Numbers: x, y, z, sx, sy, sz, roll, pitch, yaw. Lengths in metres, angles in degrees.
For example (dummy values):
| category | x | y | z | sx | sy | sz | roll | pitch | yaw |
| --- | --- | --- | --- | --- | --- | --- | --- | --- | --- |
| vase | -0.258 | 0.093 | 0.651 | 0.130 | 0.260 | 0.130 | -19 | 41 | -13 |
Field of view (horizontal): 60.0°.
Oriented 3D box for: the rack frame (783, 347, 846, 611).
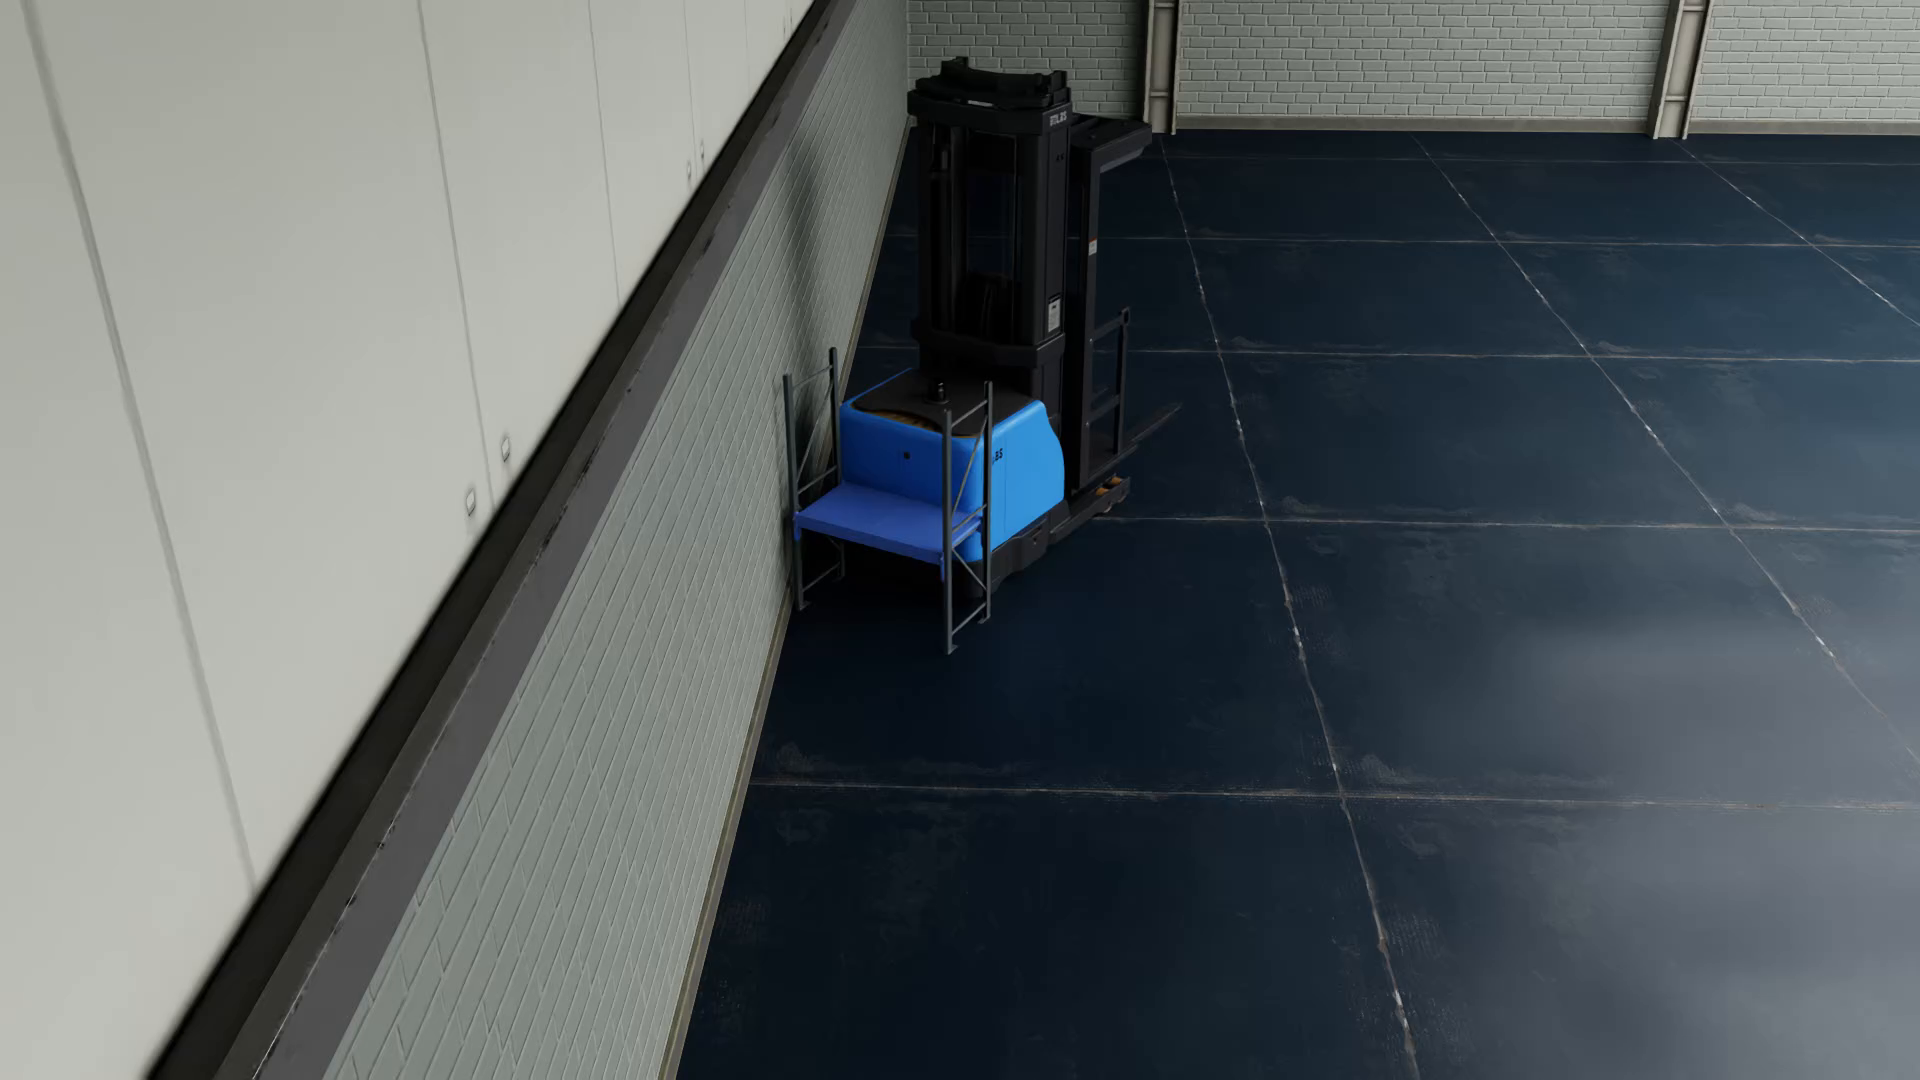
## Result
| category | x | y | z | sx | sy | sz | roll | pitch | yaw |
| --- | --- | --- | --- | --- | --- | --- | --- | --- | --- |
| rack frame | -0.843 | -0.346 | 9.726 | 0.032 | 1.500 | 0.500 | 15 | 31 | 26 |

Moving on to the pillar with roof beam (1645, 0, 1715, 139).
| category | x | y | z | sx | sy | sz | roll | pitch | yaw |
| --- | --- | --- | --- | --- | --- | --- | --- | --- | --- |
| pillar with roof beam | 8.215 | -6.758 | 13.815 | 0.400 | 9.000 | 9.100 | 1 | 28 | 2 |

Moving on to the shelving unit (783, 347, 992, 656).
| category | x | y | z | sx | sy | sz | roll | pitch | yaw |
| --- | --- | --- | --- | --- | --- | --- | --- | --- | --- |
| shelving unit | -0.401 | -0.228 | 9.505 | 1.048 | 1.500 | 0.538 | 15 | 31 | 26 |

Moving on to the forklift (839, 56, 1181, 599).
| category | x | y | z | sx | sy | sz | roll | pitch | yaw |
| --- | --- | --- | --- | --- | --- | --- | --- | --- | --- |
| forklift | 0.484 | -1.586 | 10.538 | 1.130 | 2.935 | 3.031 | 18 | 33 | 30 |

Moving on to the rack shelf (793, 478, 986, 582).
| category | x | y | z | sx | sy | sz | roll | pitch | yaw |
| --- | --- | --- | --- | --- | --- | --- | --- | --- | --- |
| rack shelf | -0.401 | -0.070 | 9.589 | 1.000 | 0.185 | 0.538 | 15 | 31 | 26 |

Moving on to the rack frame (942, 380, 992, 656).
| category | x | y | z | sx | sy | sz | roll | pitch | yaw |
| --- | --- | --- | --- | --- | --- | --- | --- | --- | --- |
| rack frame | 0.042 | -0.111 | 9.284 | 0.032 | 1.500 | 0.500 | 15 | 31 | 26 |

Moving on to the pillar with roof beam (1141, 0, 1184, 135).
| category | x | y | z | sx | sy | sz | roll | pitch | yaw |
| --- | --- | --- | --- | --- | --- | --- | --- | --- | --- |
| pillar with roof beam | 2.218 | -6.857 | 14.002 | 0.400 | 9.000 | 9.100 | 1 | 28 | 2 |
